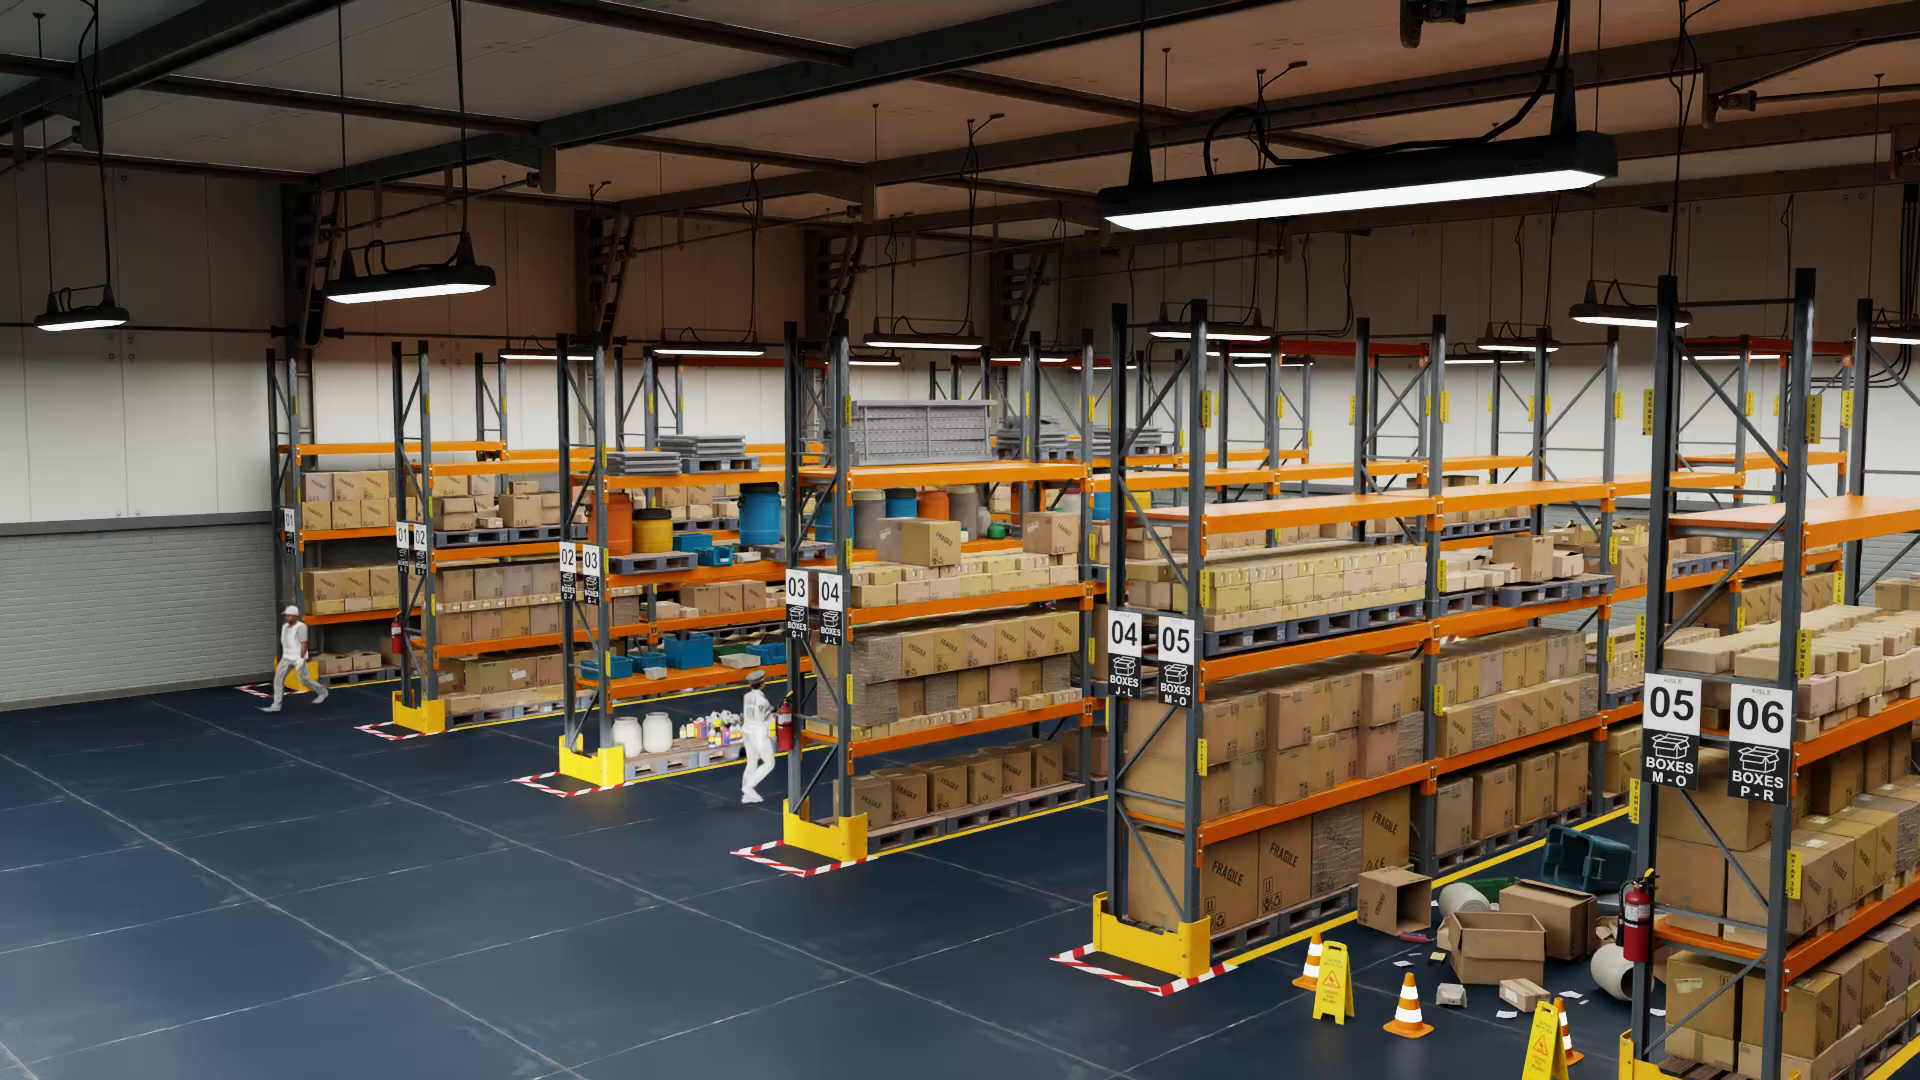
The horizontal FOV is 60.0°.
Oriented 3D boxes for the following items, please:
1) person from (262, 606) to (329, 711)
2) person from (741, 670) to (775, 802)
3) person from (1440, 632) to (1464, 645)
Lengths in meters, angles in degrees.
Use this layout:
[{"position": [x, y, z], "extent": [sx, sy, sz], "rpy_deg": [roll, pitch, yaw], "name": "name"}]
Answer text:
[{"position": [-10.929, 1.937, 27.355], "extent": [0.573, 1.730, 1.058], "rpy_deg": [3, 6, 29], "name": "person"}, {"position": [-2.626, 2.496, 21.117], "extent": [0.447, 1.676, 0.519], "rpy_deg": [-3, 6, -33], "name": "person"}, {"position": [7.414, 2.096, 25.283], "extent": [1.125, 1.726, 0.689], "rpy_deg": [-4, 7, -41], "name": "person"}]
